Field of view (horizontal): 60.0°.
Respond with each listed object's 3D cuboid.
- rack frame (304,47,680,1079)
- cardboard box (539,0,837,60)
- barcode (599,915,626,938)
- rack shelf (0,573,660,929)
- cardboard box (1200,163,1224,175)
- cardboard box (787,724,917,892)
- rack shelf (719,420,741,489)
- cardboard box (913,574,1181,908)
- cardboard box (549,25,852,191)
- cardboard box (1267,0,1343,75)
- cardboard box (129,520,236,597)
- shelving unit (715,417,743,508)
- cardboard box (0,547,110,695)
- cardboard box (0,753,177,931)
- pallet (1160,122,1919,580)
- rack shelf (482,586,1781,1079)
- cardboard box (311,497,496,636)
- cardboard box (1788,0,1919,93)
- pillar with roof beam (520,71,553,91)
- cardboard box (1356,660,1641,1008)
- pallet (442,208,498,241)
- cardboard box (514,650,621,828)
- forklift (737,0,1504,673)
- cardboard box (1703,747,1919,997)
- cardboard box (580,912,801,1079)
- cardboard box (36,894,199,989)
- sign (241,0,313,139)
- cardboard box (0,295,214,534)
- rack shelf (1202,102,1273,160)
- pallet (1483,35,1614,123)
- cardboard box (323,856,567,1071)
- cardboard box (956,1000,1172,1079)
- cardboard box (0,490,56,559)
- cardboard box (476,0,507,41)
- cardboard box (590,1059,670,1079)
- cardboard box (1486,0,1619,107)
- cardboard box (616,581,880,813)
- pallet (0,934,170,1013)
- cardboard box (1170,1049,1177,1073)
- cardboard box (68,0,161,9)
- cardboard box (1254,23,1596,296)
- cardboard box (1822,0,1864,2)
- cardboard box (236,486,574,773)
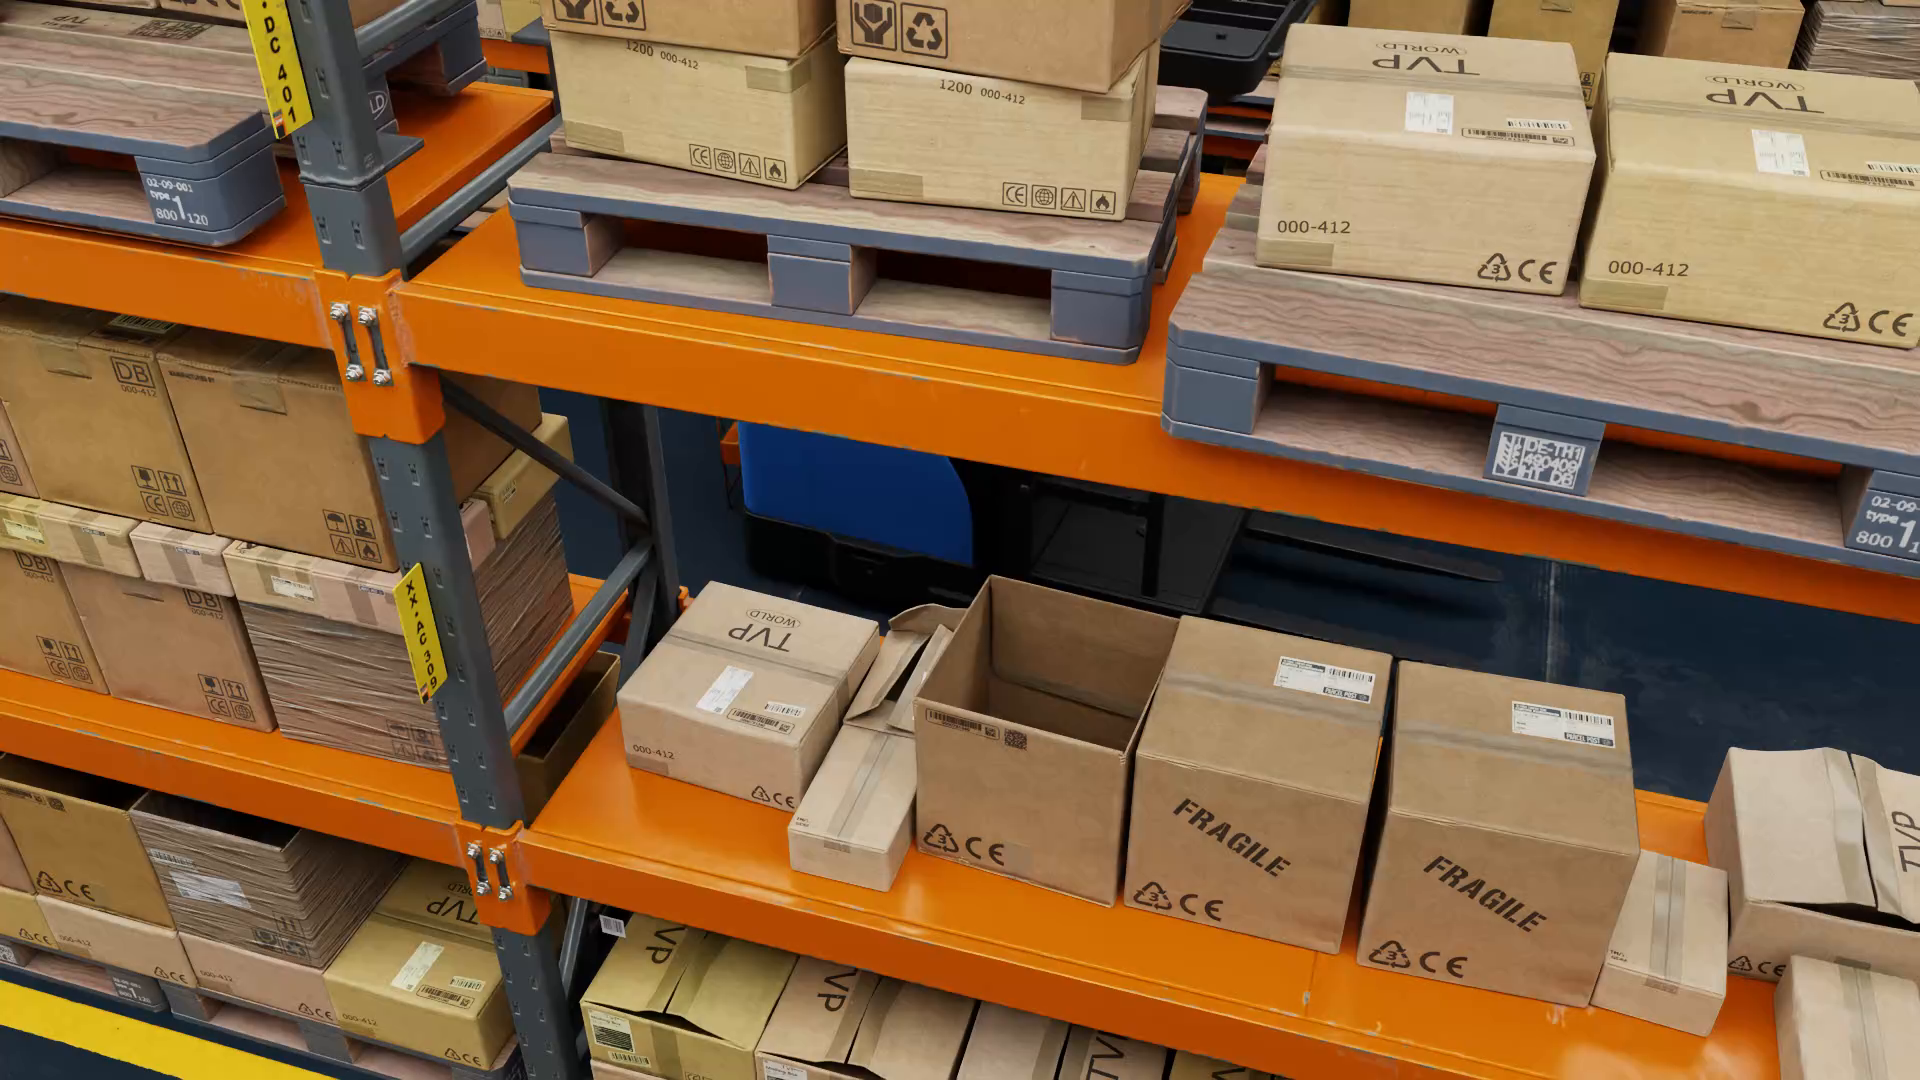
[{"bbox_3d":[-1.016,0.274,4.348,0.127,3.000,1.000,10,38,14],"label":"rack frame"},{"bbox_3d":[-0.439,-1.214,2.978,0.500,0.500,0.500,11,38,14],"label":"cardboard box"},{"bbox_3d":[-0.896,0.997,4.292,0.075,0.075,0.001,10,38,14],"label":"barcode"},{"bbox_3d":[-2.925,0.210,5.041,4.000,0.370,1.077,10,38,14],"label":"rack shelf"},{"bbox_3d":[1.165,-1.579,8.603,0.500,0.500,0.700,12,38,15],"label":"cardboard box"},{"bbox_3d":[-0.231,0.647,4.052,0.250,0.149,0.380,10,38,14],"label":"cardboard box"},{"bbox_3d":[-0.902,-0.380,7.359,0.240,0.259,0.215,6,37,12],"label":"rack shelf"},{"bbox_3d":[0.215,0.472,3.994,0.500,0.500,0.500,13,38,17],"label":"cardboard box"},{"bbox_3d":[-0.431,-0.929,3.223,0.500,0.250,0.500,14,39,19],"label":"cardboard box"},{"bbox_3d":[1.465,-2.535,7.708,0.500,0.500,0.700,14,39,19],"label":"cardboard box"},{"bbox_3d":[-1.825,-0.044,4.148,0.250,0.149,0.380,9,37,13],"label":"cardboard box"},{"bbox_3d":[-0.913,-0.613,7.189,0.252,1.050,0.215,6,37,12],"label":"shelving unit"},{"bbox_3d":[-2.424,-0.022,4.665,0.500,0.500,0.700,11,38,15],"label":"cardboard box"},{"bbox_3d":[-2.476,0.771,5.005,0.500,0.500,0.500,10,38,14],"label":"cardboard box"},{"bbox_3d":[1.059,-0.417,2.914,1.213,0.211,1.003,12,38,16],"label":"pallet"},{"bbox_3d":[0.893,0.917,4.080,4.000,0.370,1.077,10,38,14],"label":"rack shelf"},{"bbox_3d":[-1.339,0.045,4.026,0.250,0.149,0.380,10,38,14],"label":"cardboard box"},{"bbox_3d":[3.824,-2.118,7.141,0.500,0.500,0.700,6,37,8],"label":"cardboard box"},{"bbox_3d":[-3.718,-3.583,4.526,0.400,9.000,9.100,10,38,14],"label":"pillar with roof beam"},{"bbox_3d":[1.196,0.653,3.748,0.500,0.500,0.500,9,37,11],"label":"cardboard box"},{"bbox_3d":[-2.523,-1.937,9.703,1.213,0.211,1.003,10,38,14],"label":"pallet"},{"bbox_3d":[-1.365,0.651,5.168,0.500,0.500,0.500,10,38,14],"label":"cardboard box"},{"bbox_3d":[0.657,-1.012,6.153,3.031,2.935,1.130,13,38,17],"label":"forklift"},{"bbox_3d":[2.006,0.749,3.777,0.500,0.311,0.500,10,38,13],"label":"cardboard box"},{"bbox_3d":[-0.696,1.200,4.581,0.500,0.311,0.500,11,38,14],"label":"cardboard box"},{"bbox_3d":[-2.480,1.080,5.218,0.500,0.250,0.500,10,38,14],"label":"cardboard box"},{"bbox_3d":[-1.180,-0.860,2.855,0.005,0.325,0.100,10,38,14],"label":"sign"},{"bbox_3d":[-1.924,-0.452,4.155,0.500,0.500,0.700,10,38,14],"label":"cardboard box"},{"bbox_3d":[2.367,-1.886,7.889,4.000,0.370,1.077,10,38,14],"label":"rack shelf"},{"bbox_3d":[2.374,-2.072,7.697,1.213,0.211,1.003,10,38,14],"label":"pallet"},{"bbox_3d":[-1.524,1.254,4.981,0.500,0.250,0.500,10,38,14],"label":"cardboard box"},{"bbox_3d":[0.275,1.382,4.334,0.500,0.311,0.500,9,37,12],"label":"cardboard box"},{"bbox_3d":[-2.310,-0.135,4.272,0.250,0.149,0.380,10,38,14],"label":"cardboard box"},{"bbox_3d":[-2.489,-2.835,8.681,0.500,0.250,0.500,9,37,12],"label":"cardboard box"},{"bbox_3d":[-0.705,1.424,4.751,0.500,0.250,0.500,10,37,13],"label":"cardboard box"},{"bbox_3d":[2.628,-2.325,7.423,0.500,0.500,0.700,10,38,14],"label":"cardboard box"},{"bbox_3d":[-0.533,0.396,4.307,0.500,0.250,0.500,13,38,17],"label":"cardboard box"},{"bbox_3d":[-2.931,1.018,5.689,1.213,0.211,1.003,10,38,14],"label":"pallet"},{"bbox_3d":[0.437,1.302,4.916,0.500,0.250,0.500,11,38,15],"label":"cardboard box"},{"bbox_3d":[-1.933,-1.458,3.772,0.500,0.311,0.500,9,37,11],"label":"cardboard box"},{"bbox_3d":[0.791,-0.670,2.872,0.500,0.250,0.500,7,37,10],"label":"cardboard box"},{"bbox_3d":[3.626,-2.394,6.969,0.250,0.149,0.380,5,37,6],"label":"cardboard box"},{"bbox_3d":[-1.441,0.159,4.420,0.500,0.500,0.700,10,37,13],"label":"cardboard box"}]
